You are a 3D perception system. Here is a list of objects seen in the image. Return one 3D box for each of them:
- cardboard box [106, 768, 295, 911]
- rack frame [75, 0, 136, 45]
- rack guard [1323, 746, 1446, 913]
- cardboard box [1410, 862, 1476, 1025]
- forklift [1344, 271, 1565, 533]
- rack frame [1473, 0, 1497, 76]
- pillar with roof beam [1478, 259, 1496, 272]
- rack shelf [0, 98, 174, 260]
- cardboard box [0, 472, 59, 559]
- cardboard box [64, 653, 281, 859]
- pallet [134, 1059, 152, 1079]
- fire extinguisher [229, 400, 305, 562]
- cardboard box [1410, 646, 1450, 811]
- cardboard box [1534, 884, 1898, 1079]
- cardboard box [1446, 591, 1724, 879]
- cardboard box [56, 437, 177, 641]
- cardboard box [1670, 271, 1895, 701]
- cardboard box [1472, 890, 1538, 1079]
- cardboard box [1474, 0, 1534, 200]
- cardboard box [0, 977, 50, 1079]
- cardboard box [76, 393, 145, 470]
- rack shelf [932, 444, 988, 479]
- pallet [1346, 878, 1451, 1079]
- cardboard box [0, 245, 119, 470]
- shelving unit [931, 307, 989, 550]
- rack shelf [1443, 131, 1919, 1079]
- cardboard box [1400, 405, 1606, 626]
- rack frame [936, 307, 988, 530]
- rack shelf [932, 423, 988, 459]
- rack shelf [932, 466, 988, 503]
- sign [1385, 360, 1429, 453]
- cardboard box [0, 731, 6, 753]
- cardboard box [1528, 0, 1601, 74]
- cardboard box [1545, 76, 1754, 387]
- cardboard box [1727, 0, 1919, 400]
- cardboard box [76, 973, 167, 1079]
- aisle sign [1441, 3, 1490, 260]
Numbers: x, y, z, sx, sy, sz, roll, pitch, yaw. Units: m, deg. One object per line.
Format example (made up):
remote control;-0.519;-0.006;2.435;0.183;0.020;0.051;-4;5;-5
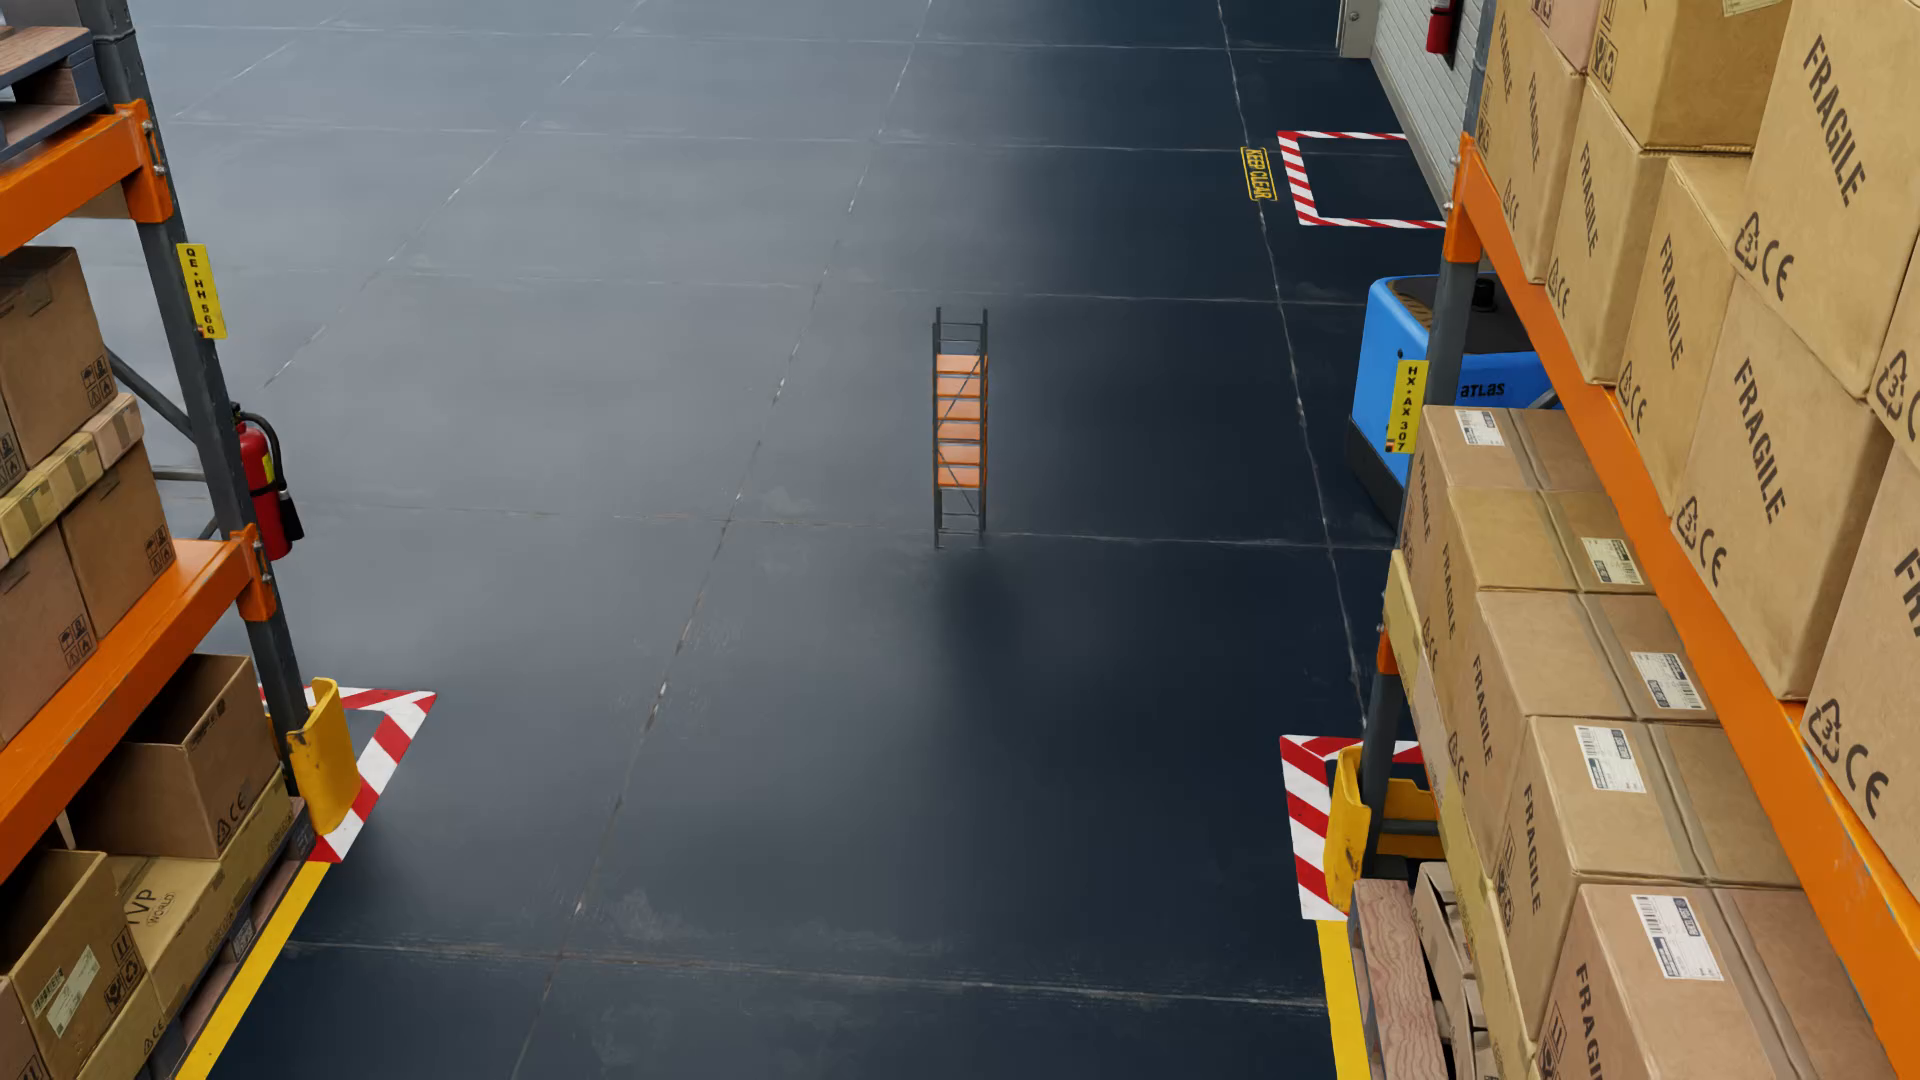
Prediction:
cardboard box;-2.734;1.048;5.911;0.500;0.250;0.500;2;32;4
rack frame;-2.985;-2.791;4.201;1.000;3.000;0.127;2;32;4
rack guard;1.947;1.077;6.026;1.175;0.500;0.348;2;32;4
cardboard box;1.807;1.288;5.444;0.500;0.311;0.500;-1;32;-2
forklift;3.596;-1.509;7.906;3.031;2.935;1.130;-4;32;-7
rack frame;1.953;-2.581;3.861;1.000;3.000;0.127;2;32;4
pillar with roof beam;-1.044;-5.499;8.596;9.100;9.000;0.400;2;32;4
rack shelf;-3.148;-0.162;3.480;1.077;0.370;4.000;2;32;4
cardboard box;-2.867;-0.077;4.802;0.380;0.149;0.250;2;32;3
cardboard box;-2.732;0.729;5.714;0.500;0.500;0.500;2;32;4
pallet;-3.107;1.988;4.823;1.003;0.211;1.213;2;32;4
fire extinguisher;-2.512;-0.246;5.864;0.296;0.674;0.183;2;32;4
cardboard box;1.569;0.542;4.635;0.500;0.250;0.500;2;32;2
cardboard box;1.444;1.016;3.151;0.500;0.500;0.500;2;32;3
cardboard box;1.516;0.474;4.031;0.500;0.500;0.500;1;32;2
cardboard box;-3.035;-0.036;5.354;0.700;0.500;0.500;2;32;4
cardboard box;1.483;-0.093;2.569;0.500;0.500;0.500;1;32;2
cardboard box;1.478;1.072;3.775;0.500;0.250;0.500;3;32;4
cardboard box;1.676;-1.191;4.350;0.500;0.500;0.500;3;32;5
cardboard box;-2.841;1.514;4.440;0.500;0.500;0.500;2;32;4
cardboard box;-2.826;-0.348;5.241;0.380;0.149;0.250;2;32;3
rack shelf;0.001;-0.378;8.034;0.258;0.103;0.180;2;32;4
pallet;1.845;1.623;5.415;1.003;0.211;1.213;2;32;4
cardboard box;-3.040;-0.560;4.968;0.700;0.500;0.500;3;32;4
shelving unit;0.001;-0.518;7.947;0.258;1.200;0.189;2;32;4
rack shelf;1.790;0.048;3.140;1.077;0.370;4.000;2;32;4
cardboard box;1.614;-0.054;4.888;0.500;0.500;0.500;2;32;4
rack frame;0.009;-0.566;8.025;0.240;1.200;0.006;2;32;4
rack shelf;0.001;-0.481;7.971;0.258;0.103;0.180;2;32;4
rack shelf;0.001;-0.276;8.097;0.258;0.103;0.180;2;32;4
sign;1.412;-0.419;5.245;0.100;0.325;0.005;2;32;4
cardboard box;-3.120;0.498;4.487;0.700;0.500;0.500;3;32;4
cardboard box;1.588;-1.330;3.622;0.500;0.500;0.500;2;32;3
cardboard box;1.559;-0.640;3.456;0.500;0.500;0.500;4;32;6
cardboard box;1.464;-0.523;2.314;0.500;0.500;0.500;1;32;2
cardboard box;-2.802;1.572;5.061;0.500;0.250;0.500;2;32;4
aisle sign;1.660;-1.184;4.835;0.394;0.787;0.004;2;32;4
